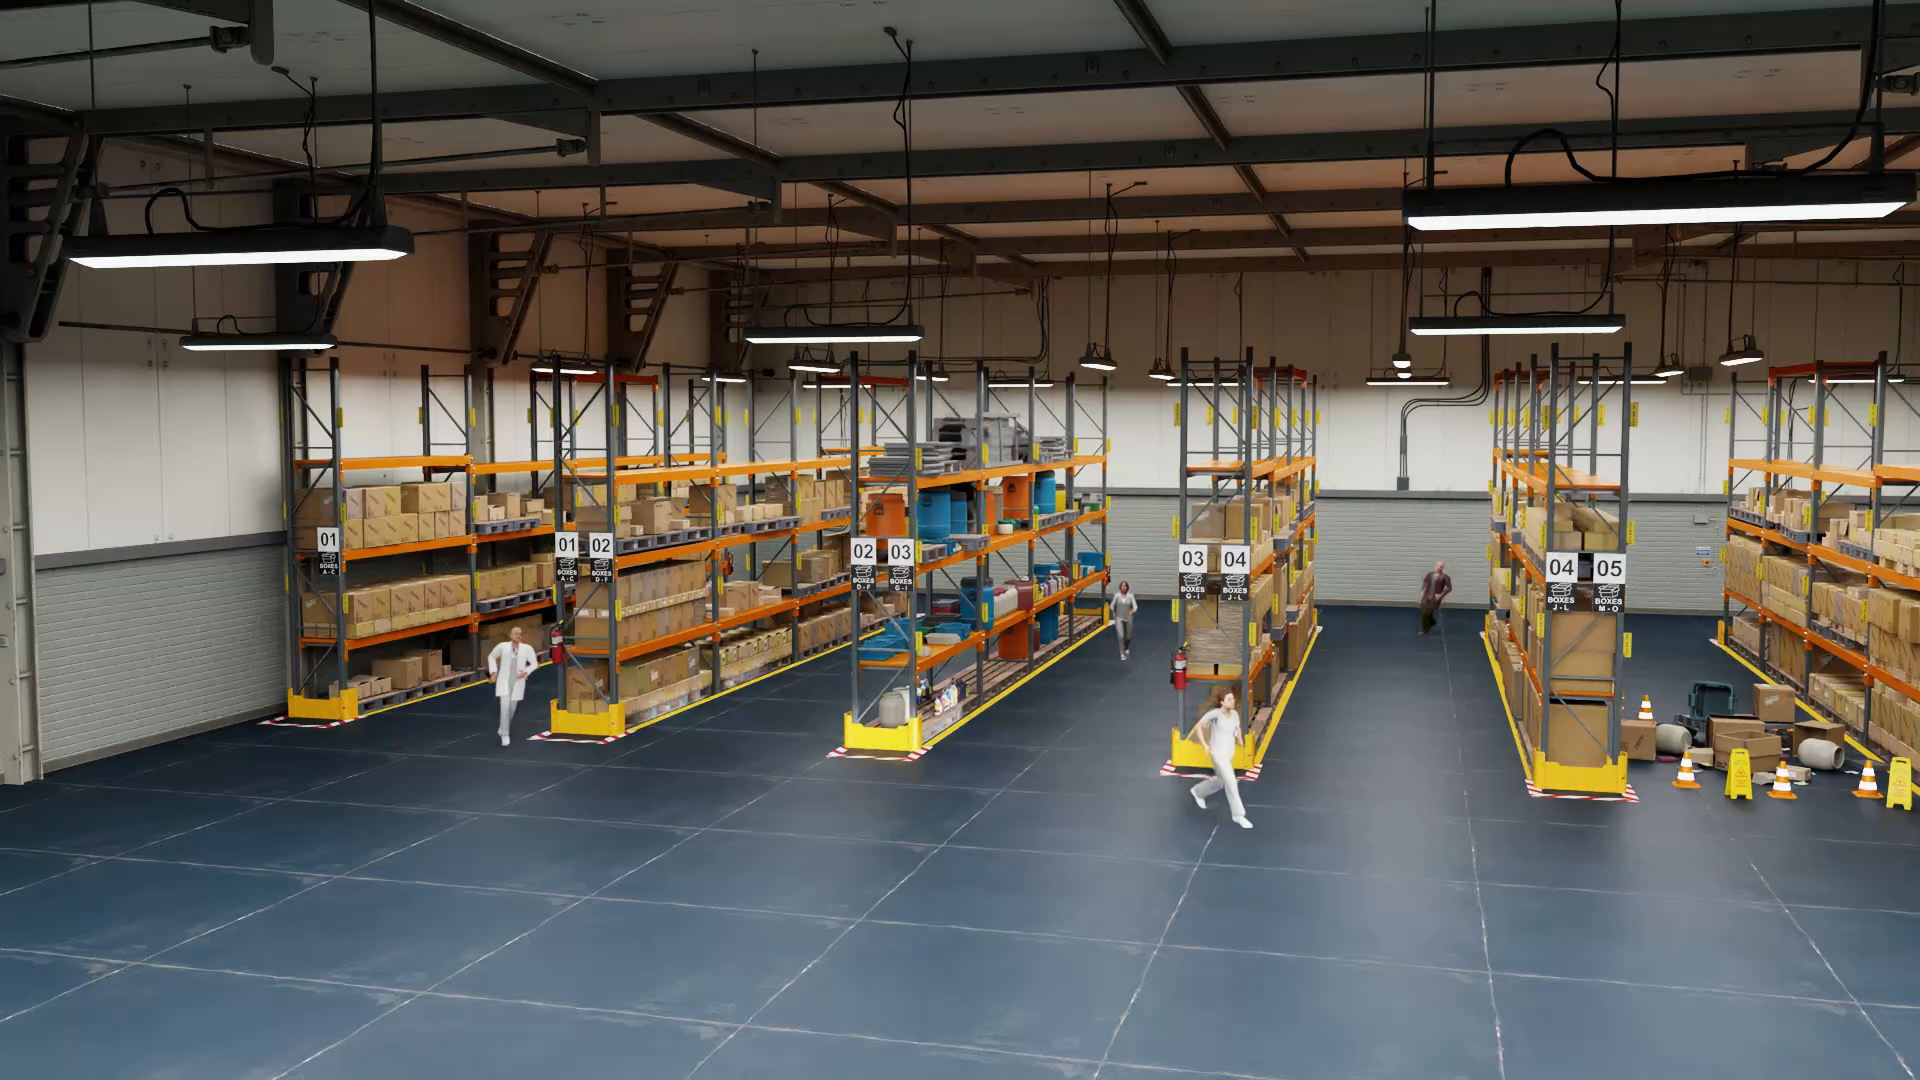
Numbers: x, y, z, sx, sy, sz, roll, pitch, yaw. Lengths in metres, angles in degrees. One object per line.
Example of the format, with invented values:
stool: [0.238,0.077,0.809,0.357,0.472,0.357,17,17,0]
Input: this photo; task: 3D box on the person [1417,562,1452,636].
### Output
person: [10.935,1.351,38.268,0.747,1.716,0.655,4,6,41]

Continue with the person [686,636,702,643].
person: [-5.644,1.567,35.353,0.597,1.755,0.775,0,4,3]

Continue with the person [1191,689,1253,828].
person: [3.223,2.663,20.585,0.587,1.662,1.008,-3,5,-36]

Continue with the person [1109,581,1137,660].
person: [3.189,1.564,32.506,0.539,1.532,0.571,0,4,5]

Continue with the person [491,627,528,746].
person: [-6.935,2.240,25.823,0.696,1.778,0.894,-2,5,-22]
